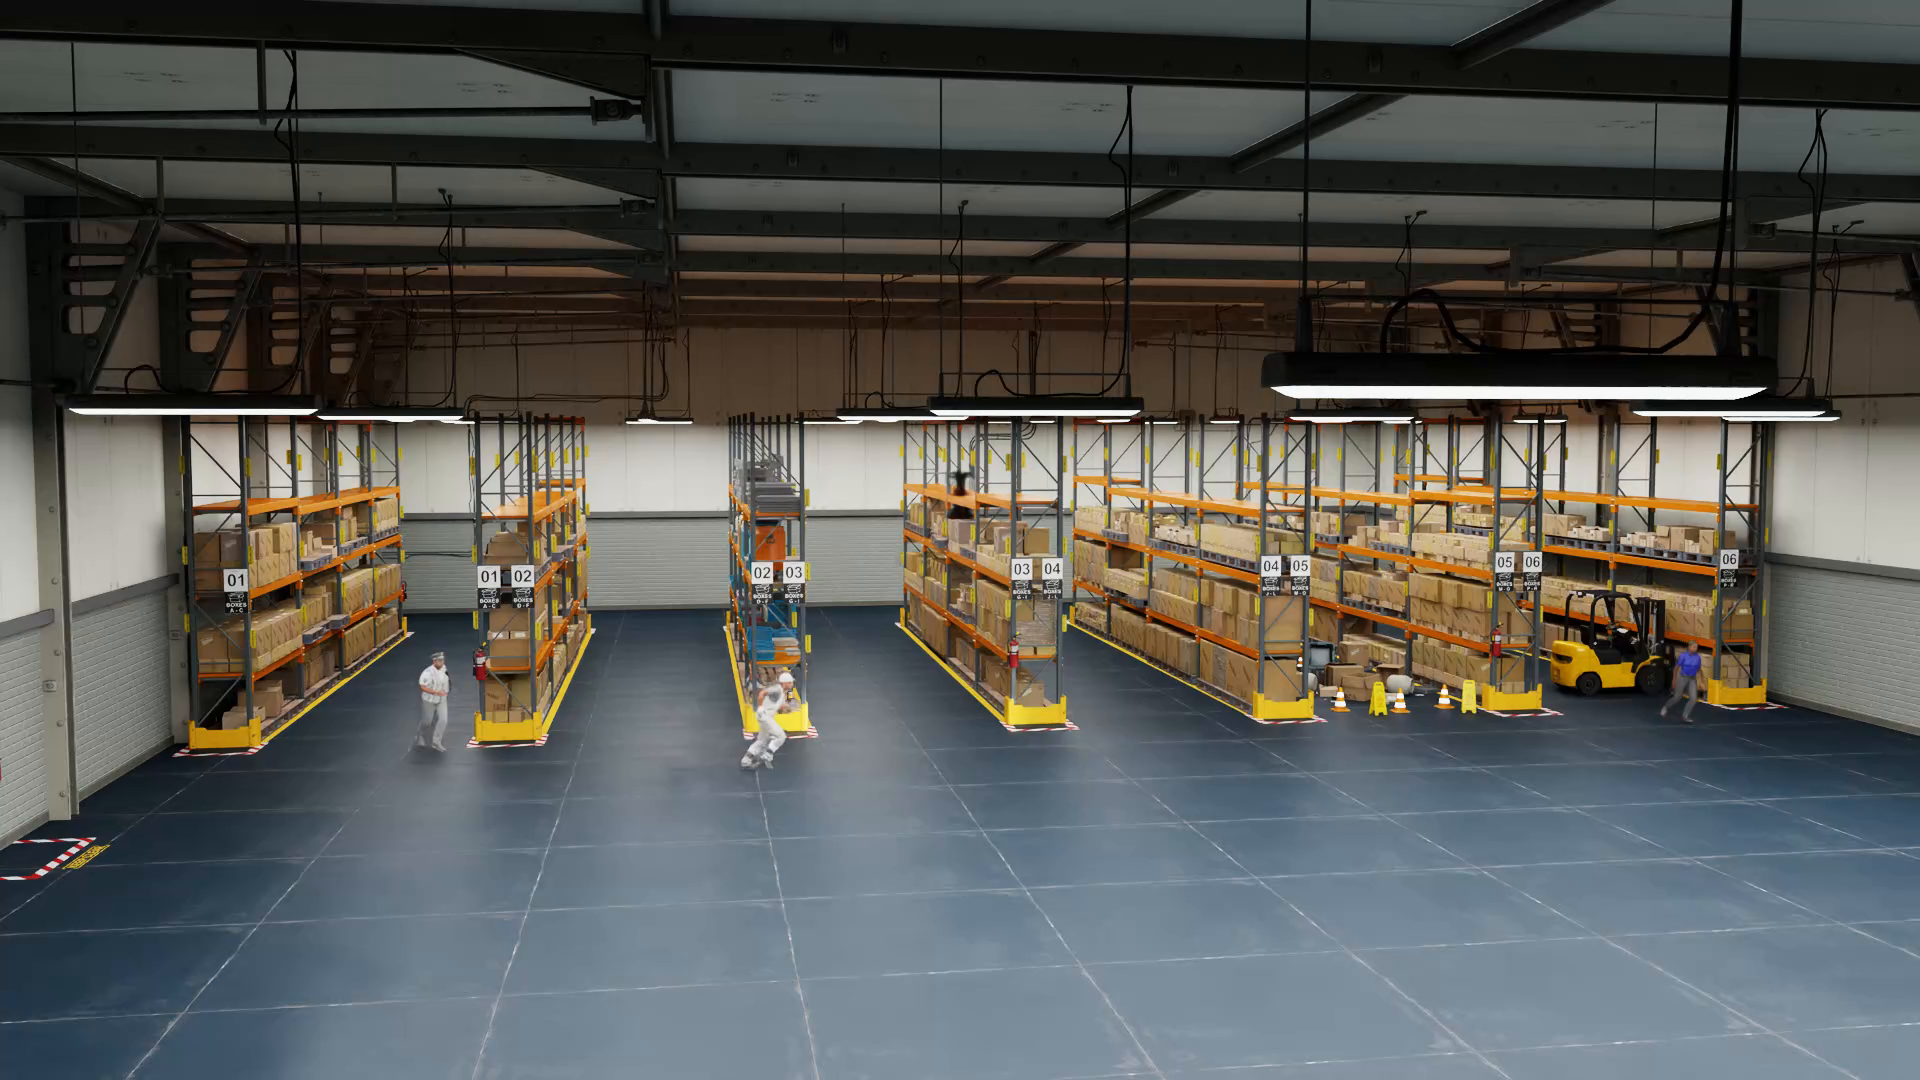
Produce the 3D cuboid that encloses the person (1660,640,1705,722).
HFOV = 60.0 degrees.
[{"bbox_3d":[14.047,2.724,32.341,0.667,1.595,0.613,0,4,-6],"label":"person"}]

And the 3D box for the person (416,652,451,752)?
[{"bbox_3d":[-9.405,2.855,29.579,0.813,1.780,0.647,3,5,41],"label":"person"}]

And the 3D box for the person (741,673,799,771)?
[{"bbox_3d":[-3.178,3.029,27.629,0.966,1.645,0.710,0,4,6],"label":"person"}]
